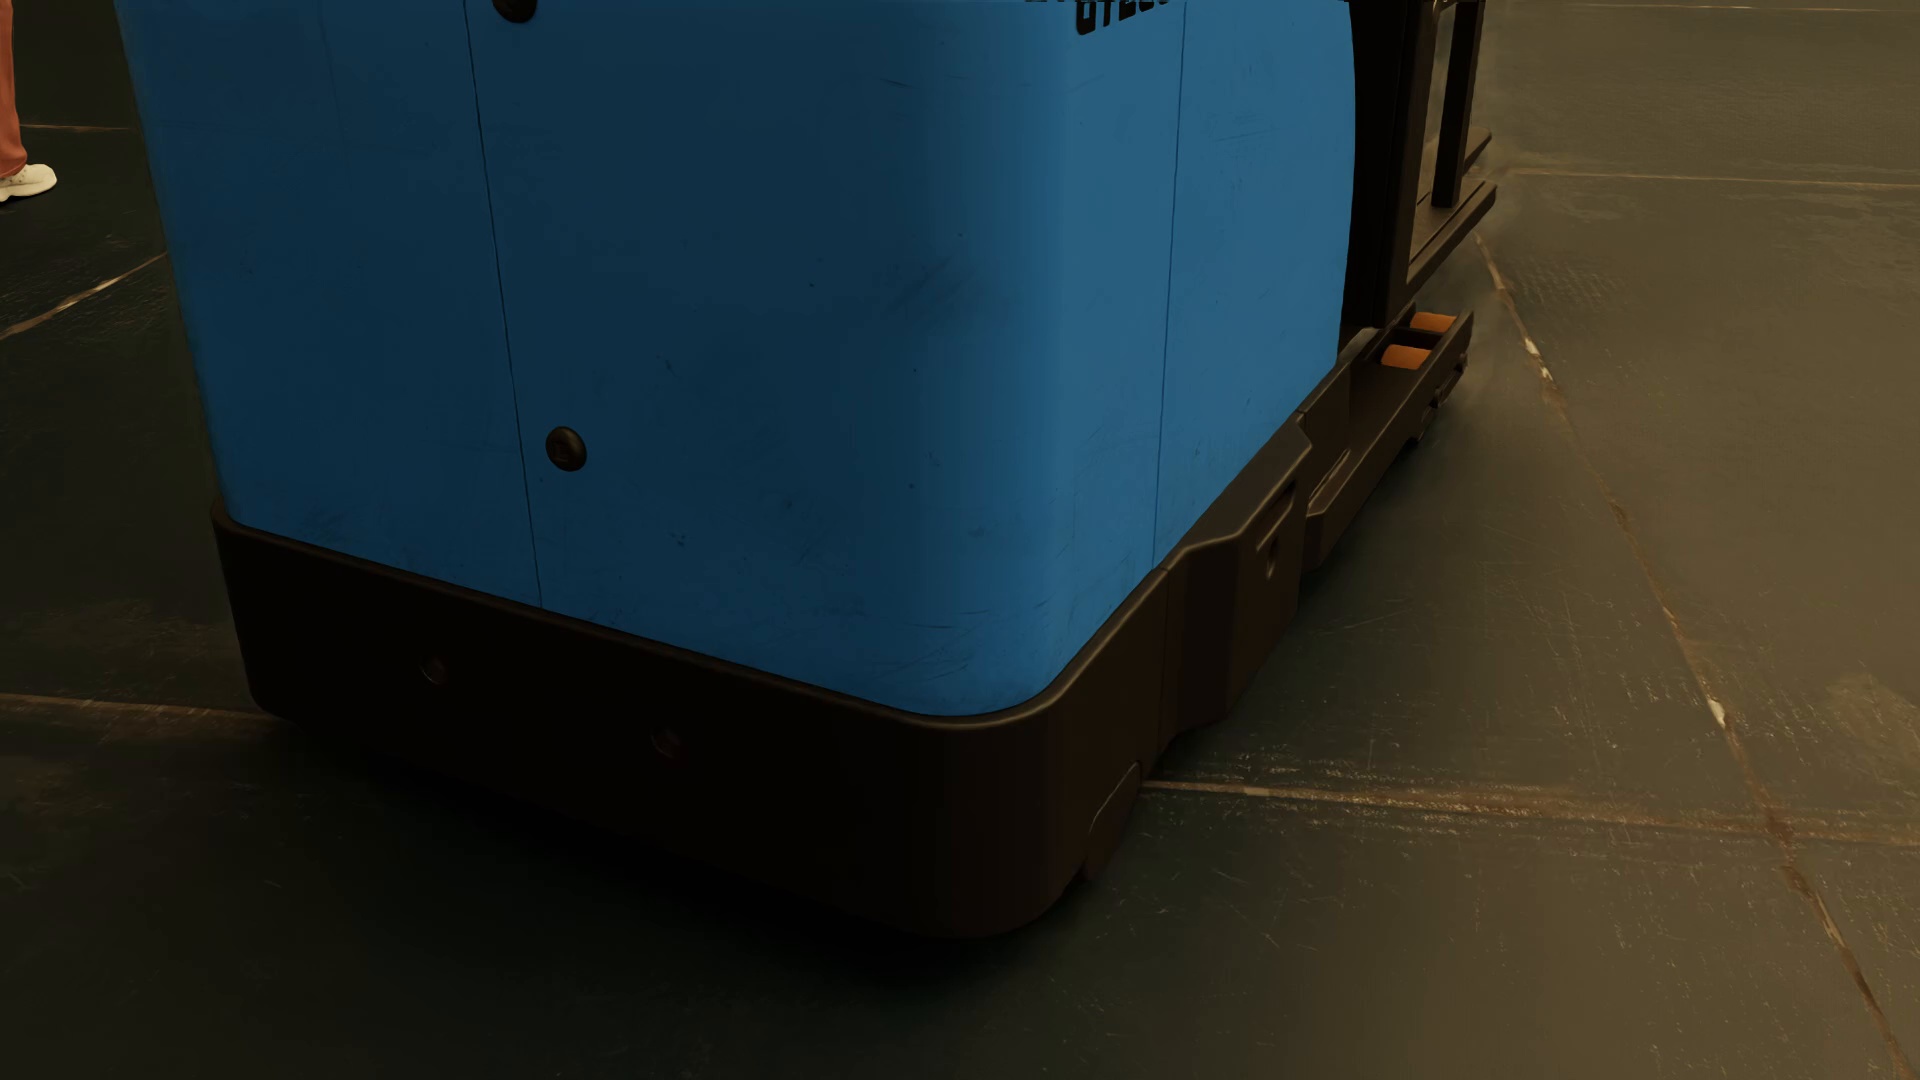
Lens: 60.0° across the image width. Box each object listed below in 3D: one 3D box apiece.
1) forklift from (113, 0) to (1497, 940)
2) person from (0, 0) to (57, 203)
[{"bbox_3d":[0.269,-1.559,2.341,1.130,2.935,3.031,13,29,24],"label":"forklift"},{"bbox_3d":[-2.556,-1.564,3.860,0.687,1.618,0.477,10,28,19],"label":"person"}]
